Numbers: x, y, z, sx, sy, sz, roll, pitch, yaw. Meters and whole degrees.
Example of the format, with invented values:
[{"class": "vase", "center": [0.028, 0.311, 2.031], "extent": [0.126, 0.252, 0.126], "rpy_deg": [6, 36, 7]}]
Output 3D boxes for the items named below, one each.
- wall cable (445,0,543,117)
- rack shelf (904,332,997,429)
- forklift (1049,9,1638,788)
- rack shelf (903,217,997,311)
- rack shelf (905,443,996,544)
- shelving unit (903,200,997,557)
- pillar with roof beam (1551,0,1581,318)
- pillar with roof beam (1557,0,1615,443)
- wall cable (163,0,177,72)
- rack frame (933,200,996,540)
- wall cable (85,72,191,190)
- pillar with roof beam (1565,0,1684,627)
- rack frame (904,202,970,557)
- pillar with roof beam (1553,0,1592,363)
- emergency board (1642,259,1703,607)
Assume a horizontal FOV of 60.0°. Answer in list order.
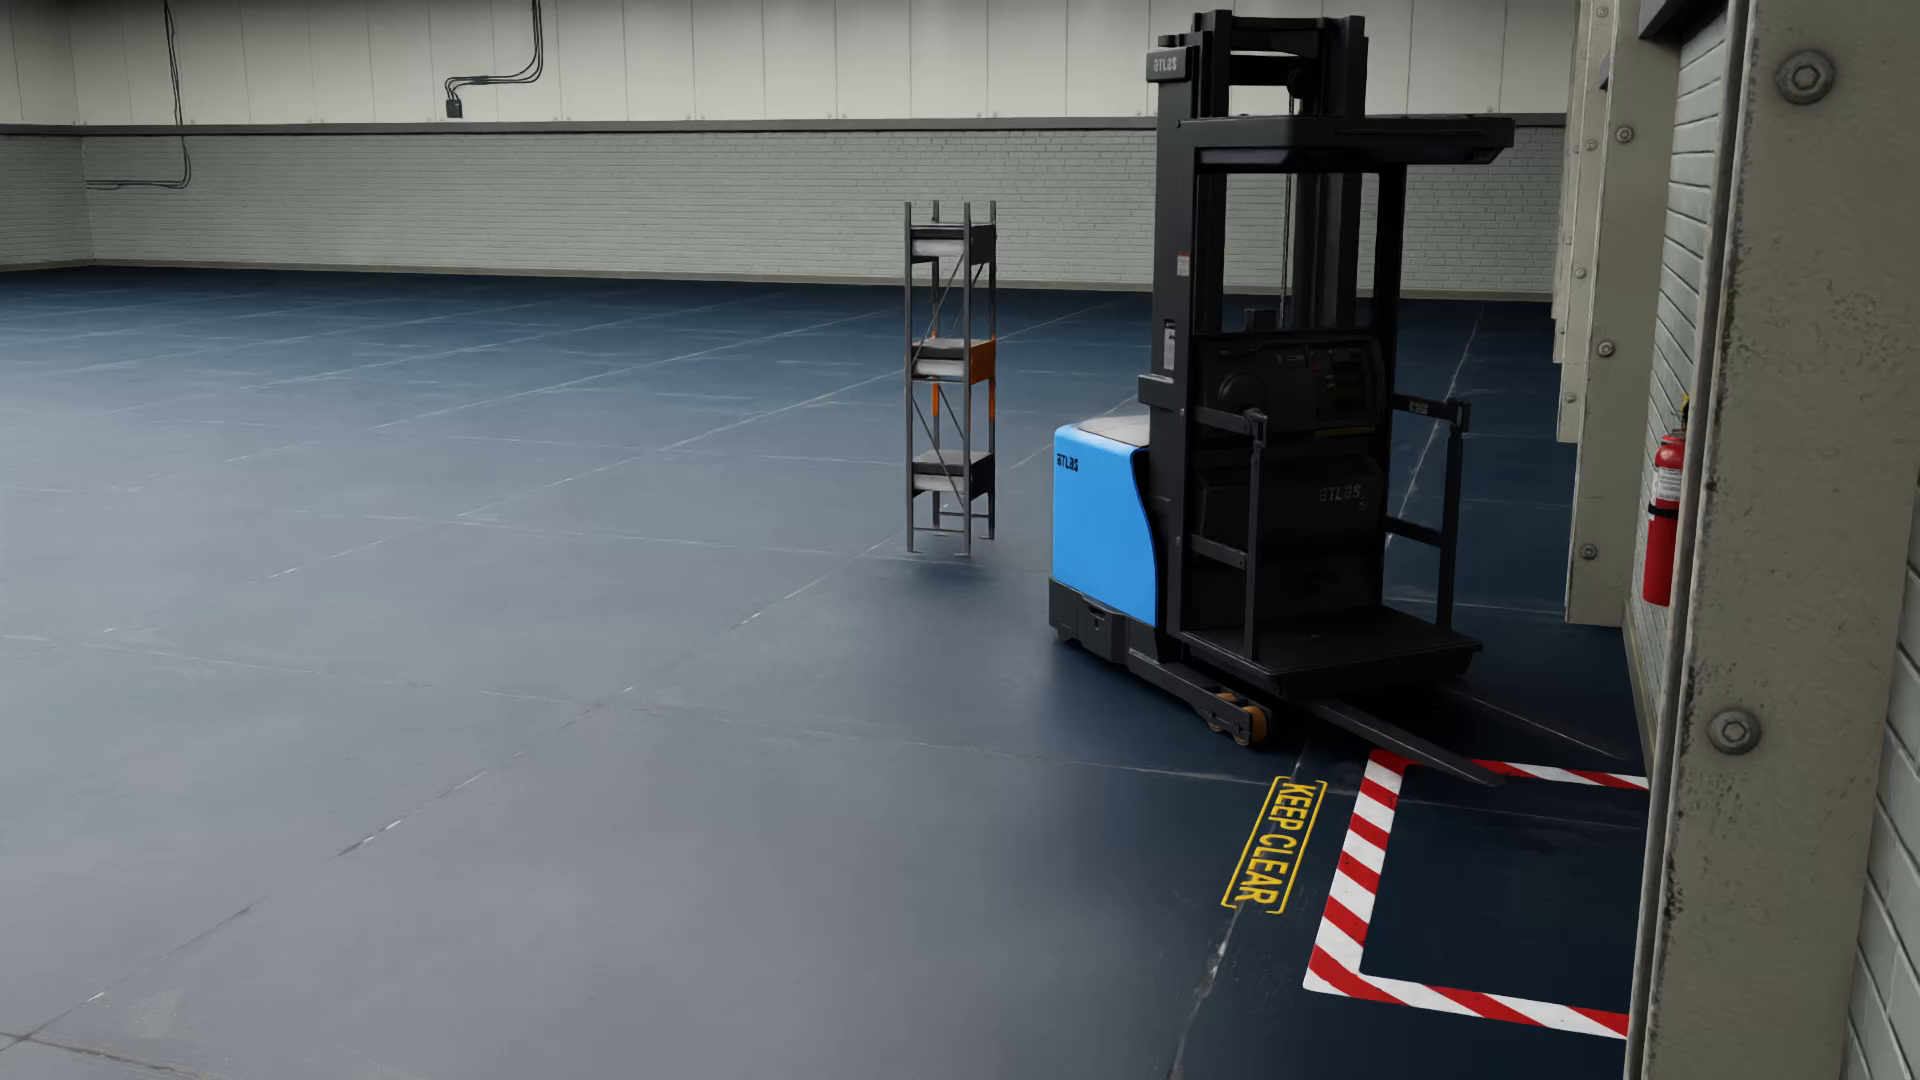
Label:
[{"class": "wall cable", "center": [-9.452, -11.544, 33.199], "extent": [2.305, 6.003, 0.169], "rpy_deg": [4, 14, 18]}, {"class": "rack shelf", "center": [-0.054, -0.976, 10.105], "extent": [0.431, 0.518, 0.480], "rpy_deg": [4, 14, 18]}, {"class": "forklift", "center": [1.520, -0.695, 6.947], "extent": [1.130, 2.935, 3.031], "rpy_deg": [-6, 14, -24]}, {"class": "rack shelf", "center": [-0.054, -1.658, 9.949], "extent": [0.431, 0.518, 0.480], "rpy_deg": [4, 14, 18]}, {"class": "rack shelf", "center": [-0.054, -0.293, 10.260], "extent": [0.431, 0.518, 0.480], "rpy_deg": [4, 14, 18]}, {"class": "shelving unit", "center": [-0.054, -0.989, 10.102], "extent": [0.431, 2.100, 0.503], "rpy_deg": [4, 14, 18]}, {"class": "pillar with roof beam", "center": [5.098, -8.089, 25.707], "extent": [9.100, 9.000, 0.400], "rpy_deg": [4, 14, 18]}, {"class": "pillar with roof beam", "center": [1.215, -5.563, 14.637], "extent": [9.100, 9.000, 0.400], "rpy_deg": [4, 14, 18]}, {"class": "wall cable", "center": [-15.870, -11.326, 35.516], "extent": [3.097, 2.526, 0.112], "rpy_deg": [4, 14, 18]}, {"class": "rack frame", "center": [0.025, -1.040, 10.327], "extent": [0.400, 2.100, 0.015], "rpy_deg": [4, 14, 18]}, {"class": "wall cable", "center": [-18.430, -9.059, 36.932], "extent": [3.097, 2.526, 0.112], "rpy_deg": [4, 14, 18]}, {"class": "pillar with roof beam", "center": [-0.726, -4.300, 9.103], "extent": [9.100, 9.000, 0.400], "rpy_deg": [4, 14, 18]}, {"class": "rack frame", "center": [-0.133, -0.937, 9.876], "extent": [0.400, 2.100, 0.015], "rpy_deg": [4, 14, 18]}, {"class": "pillar with roof beam", "center": [3.156, -6.826, 20.172], "extent": [9.100, 9.000, 0.400], "rpy_deg": [4, 14, 18]}, {"class": "emergency board", "center": [2.241, -0.319, 5.145], "extent": [0.194, 1.169, 0.643], "rpy_deg": [4, 14, 18]}]
